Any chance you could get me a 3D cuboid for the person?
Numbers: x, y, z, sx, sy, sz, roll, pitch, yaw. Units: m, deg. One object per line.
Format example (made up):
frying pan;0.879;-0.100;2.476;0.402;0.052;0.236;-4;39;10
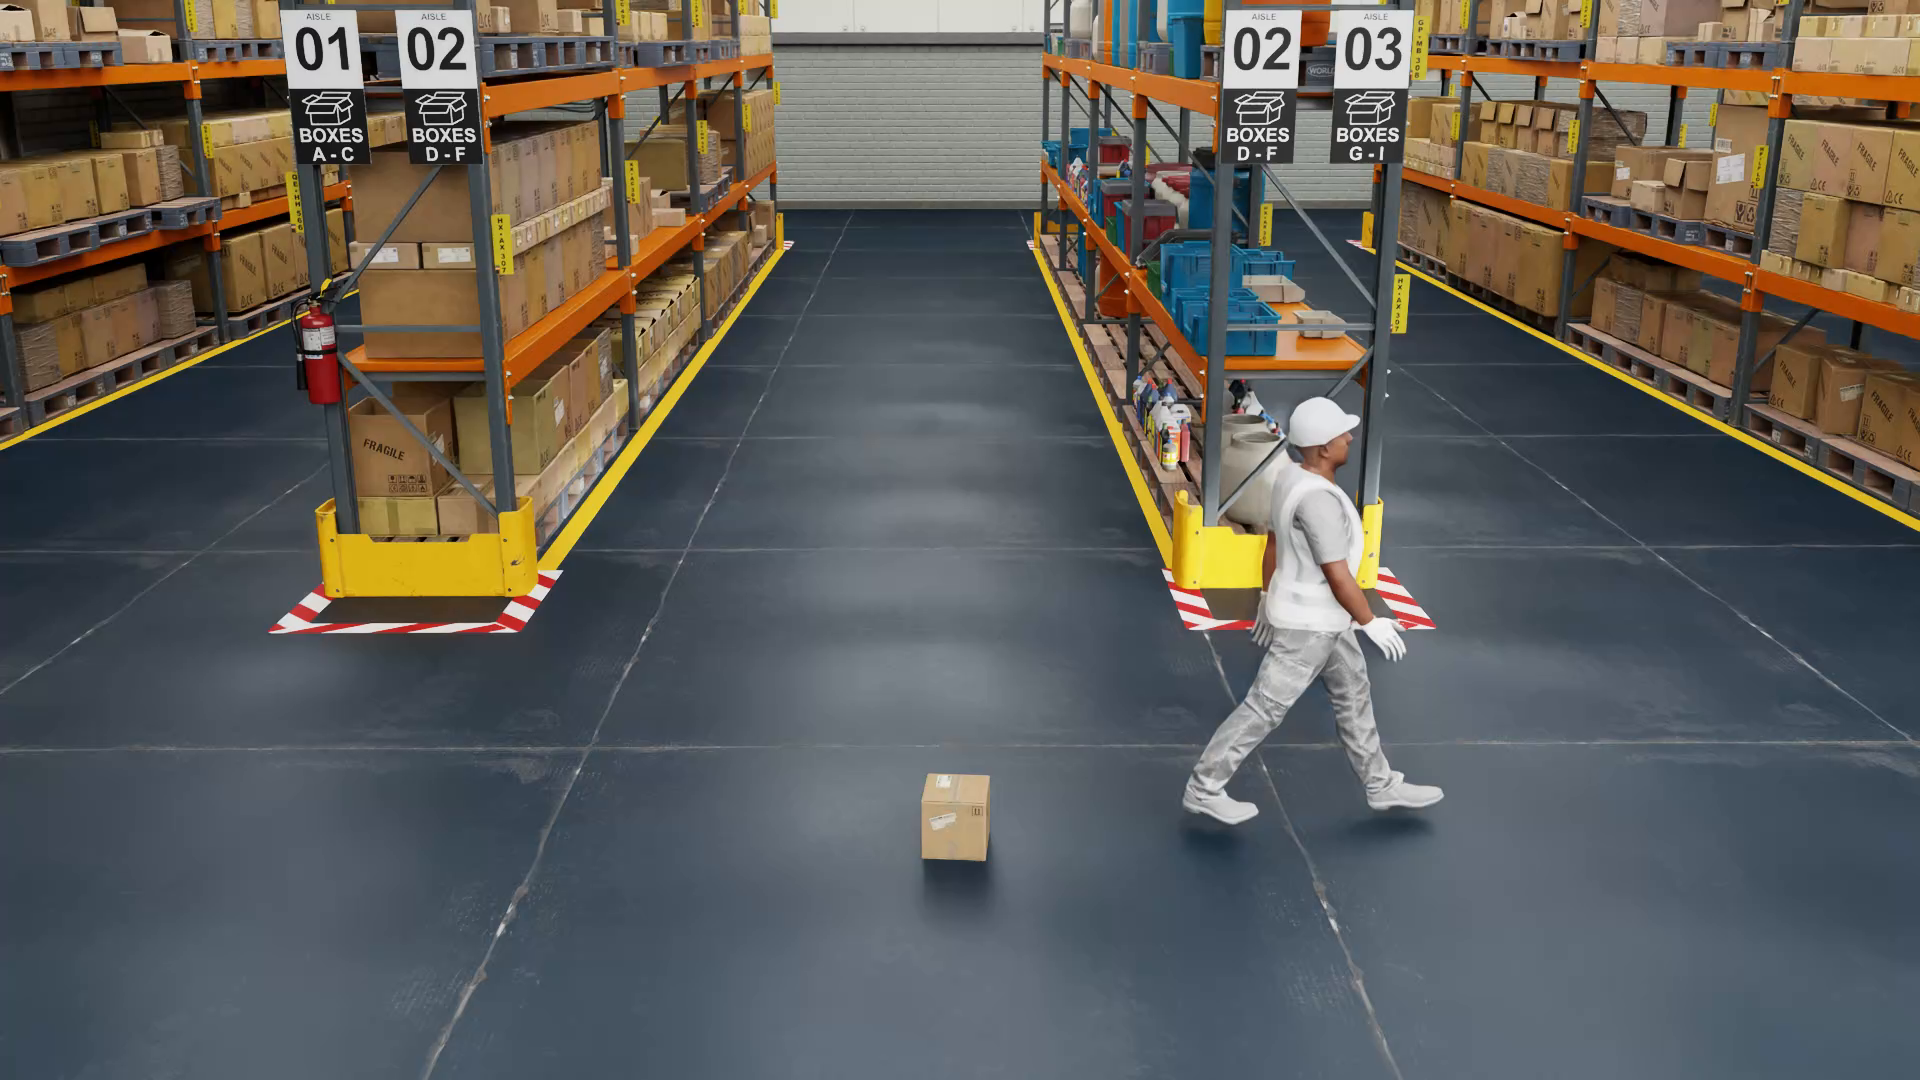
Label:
person;1.436;0.296;6.504;1.062;1.729;0.541;2;17;7
